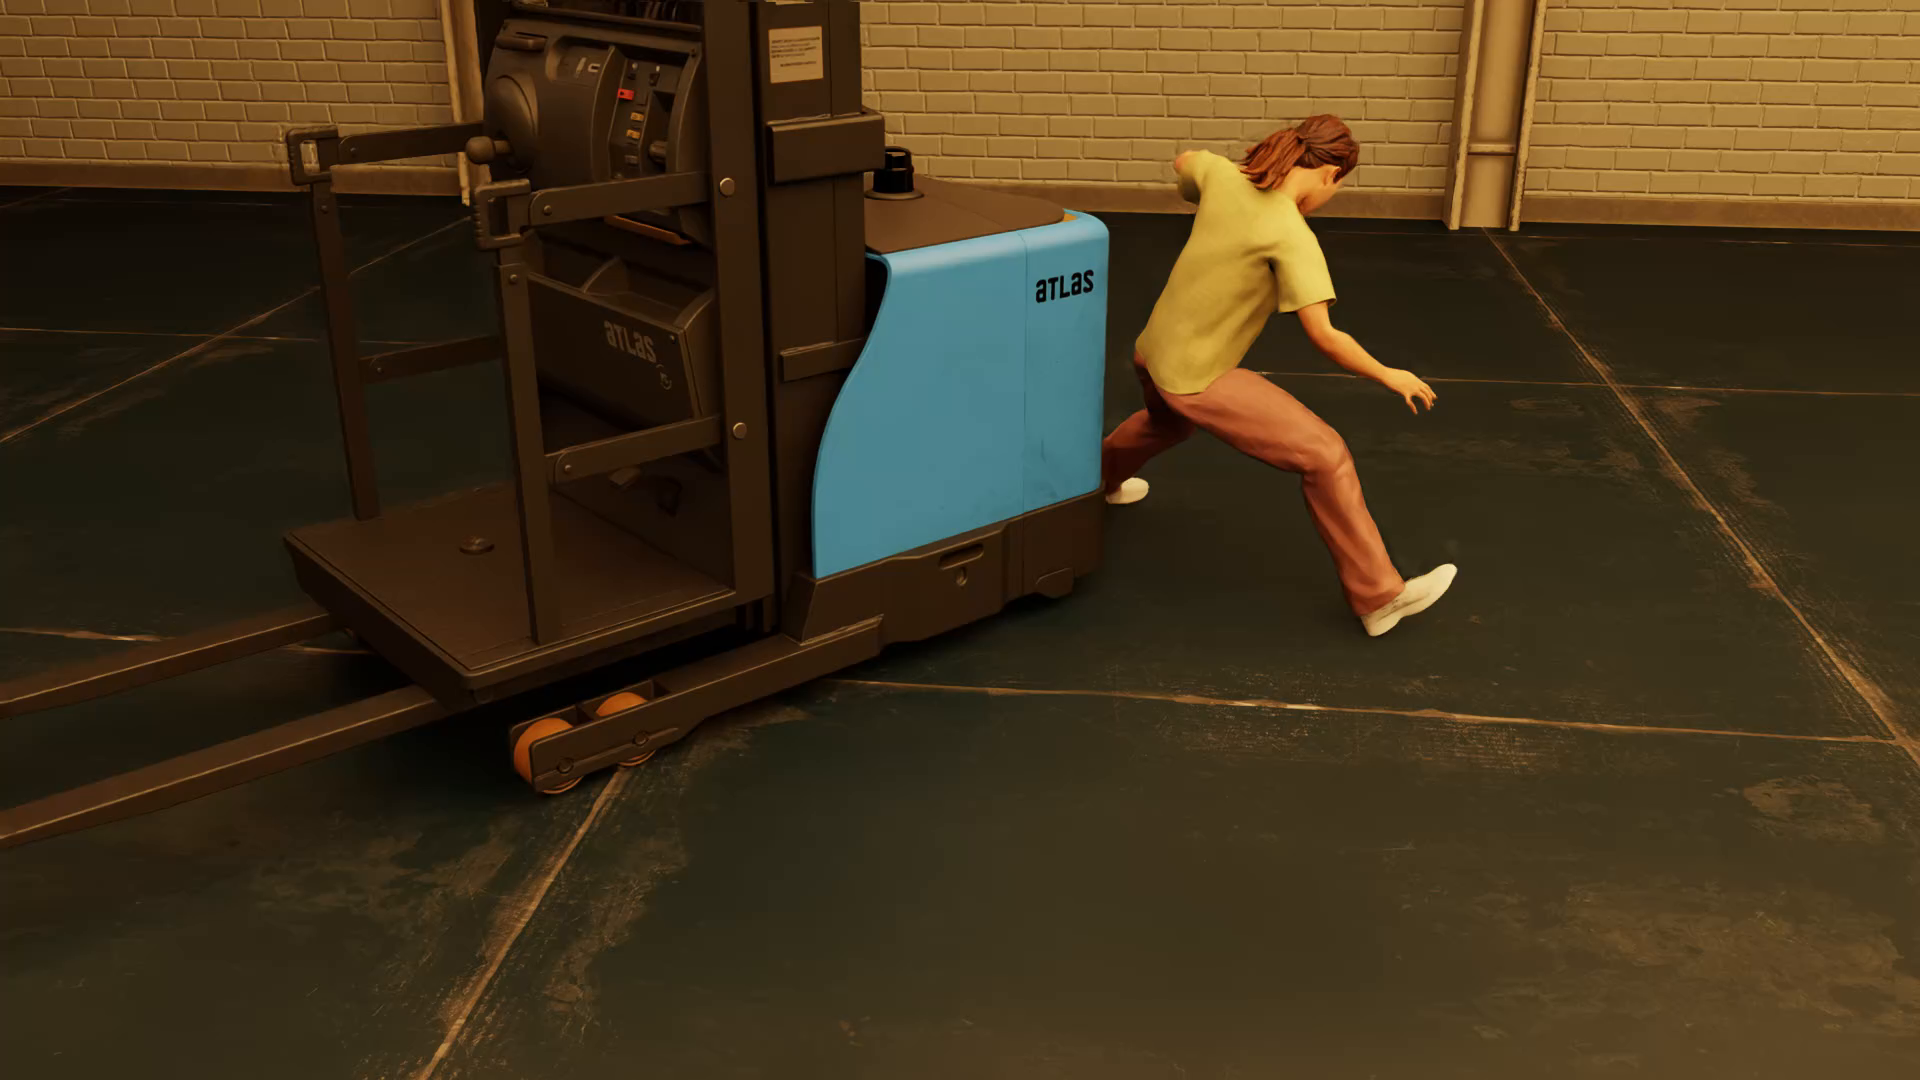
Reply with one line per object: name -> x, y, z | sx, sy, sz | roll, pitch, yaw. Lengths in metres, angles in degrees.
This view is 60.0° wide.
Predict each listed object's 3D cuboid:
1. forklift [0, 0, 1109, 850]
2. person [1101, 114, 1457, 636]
forklift -> -1.030, -1.008, 3.757 | 3.031, 2.935, 1.130 | -18, 28, -37
person -> 0.821, -0.530, 4.716 | 0.785, 1.345, 1.274 | -4, 22, -11
